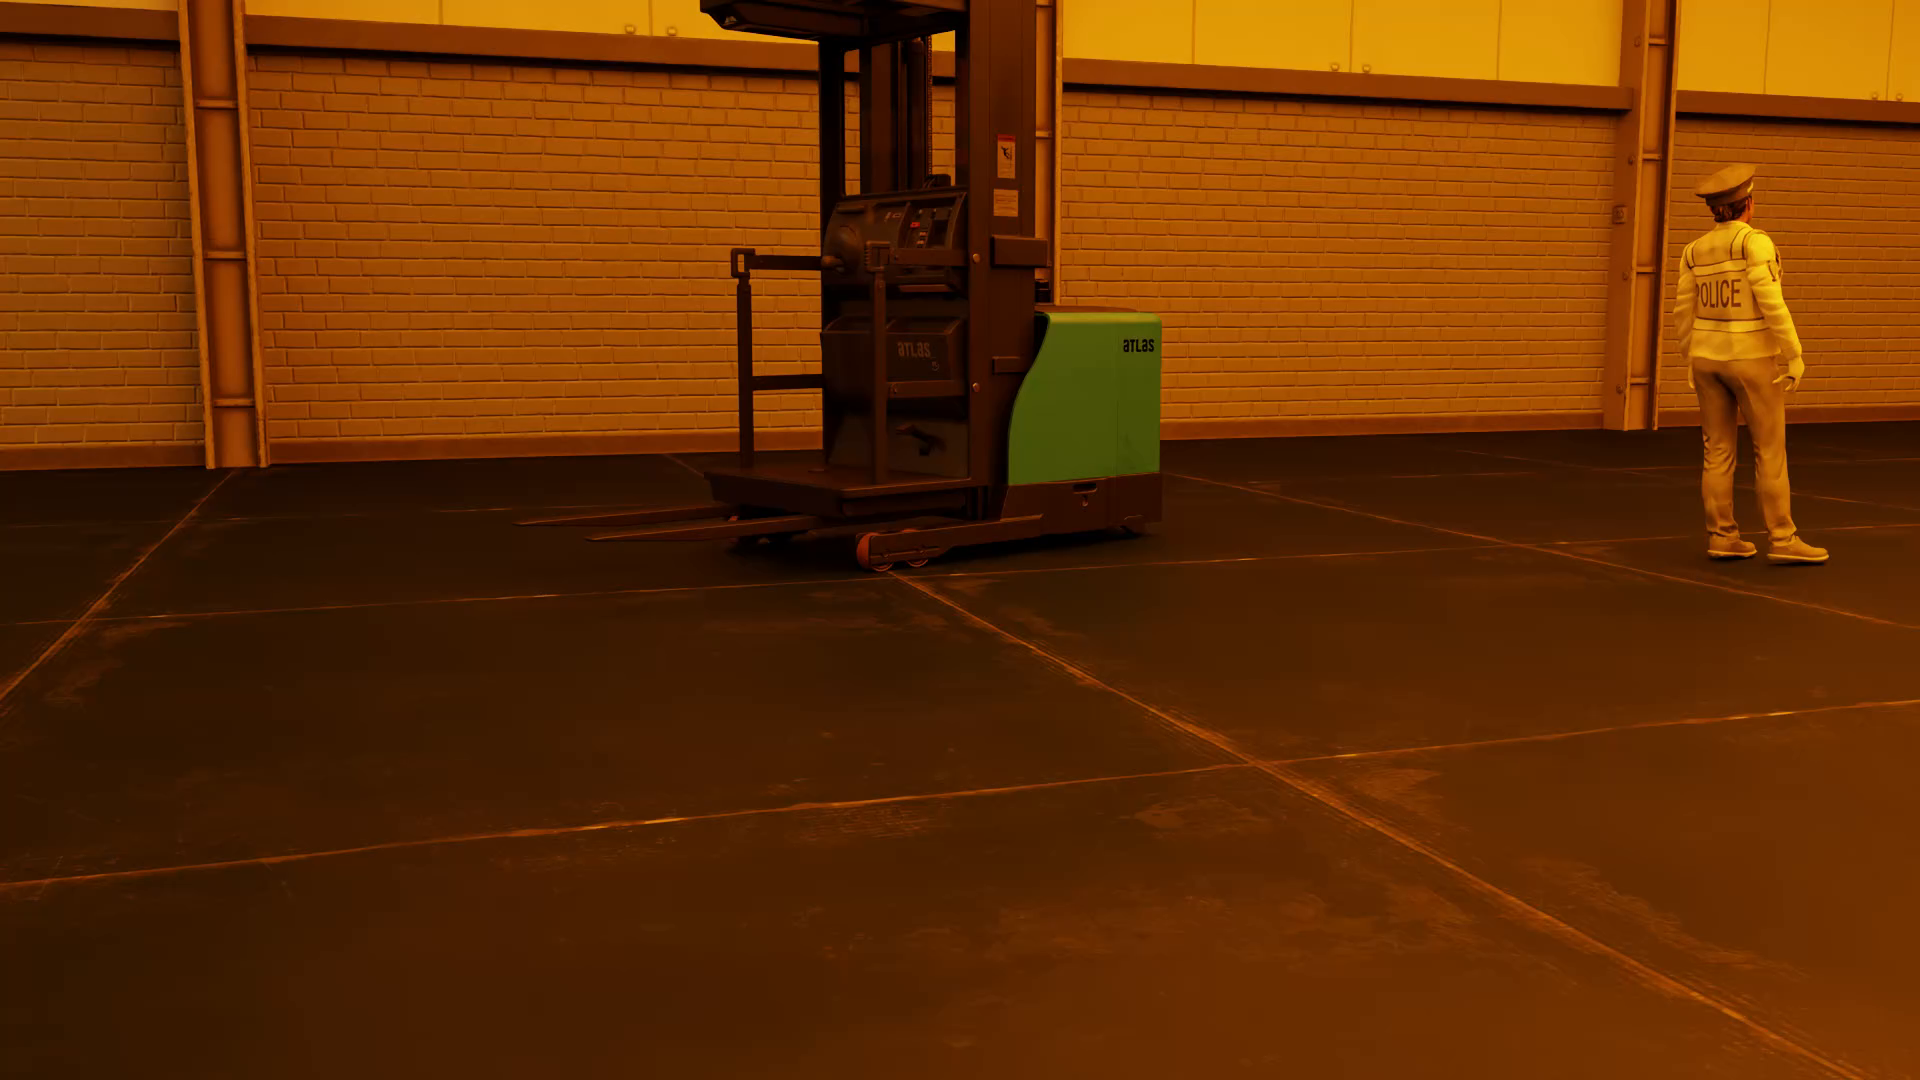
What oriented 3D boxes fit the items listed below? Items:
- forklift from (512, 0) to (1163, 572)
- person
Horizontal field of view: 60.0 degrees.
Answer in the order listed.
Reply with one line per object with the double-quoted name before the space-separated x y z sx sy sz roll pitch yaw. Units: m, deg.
"forklift" -0.461 -1.399 7.333 3.031 2.935 1.130 -7 10 -40
"person" 3.405 -0.764 7.196 0.534 1.696 0.588 -4 9 -25
